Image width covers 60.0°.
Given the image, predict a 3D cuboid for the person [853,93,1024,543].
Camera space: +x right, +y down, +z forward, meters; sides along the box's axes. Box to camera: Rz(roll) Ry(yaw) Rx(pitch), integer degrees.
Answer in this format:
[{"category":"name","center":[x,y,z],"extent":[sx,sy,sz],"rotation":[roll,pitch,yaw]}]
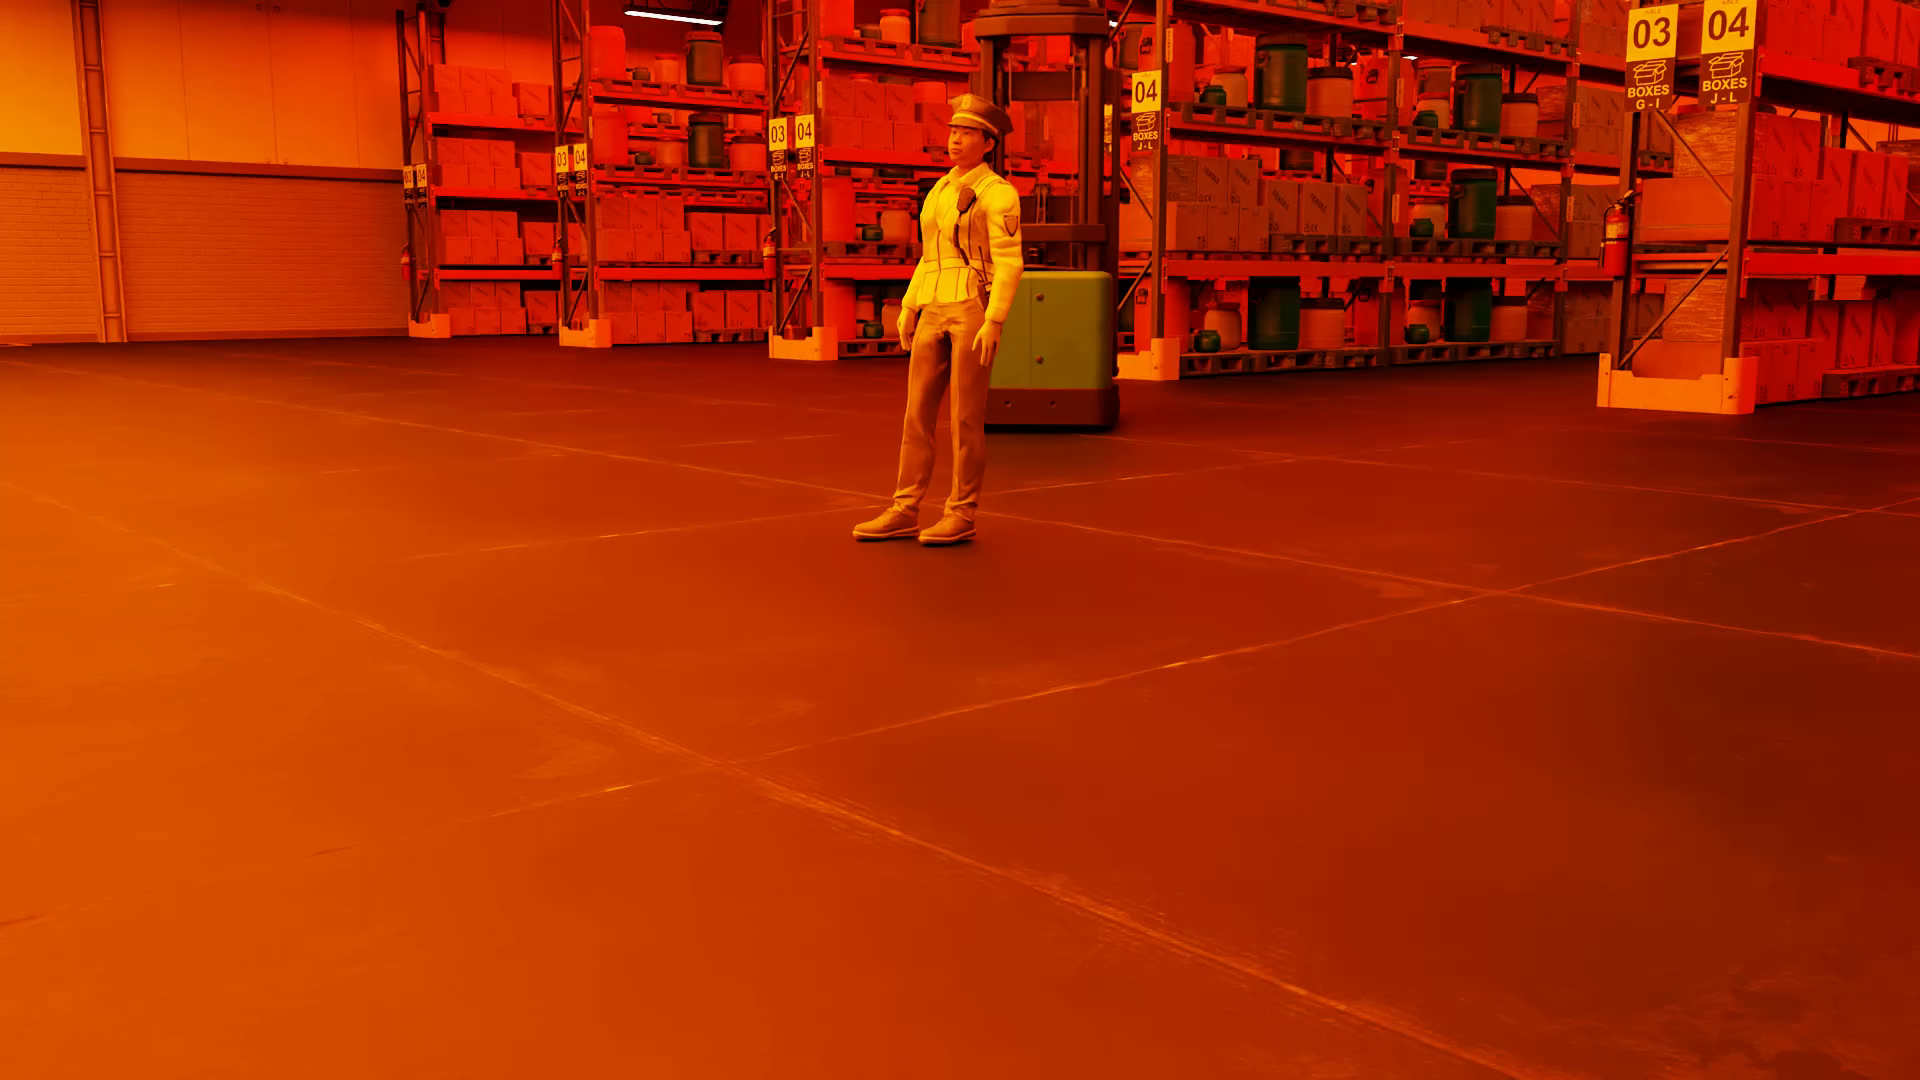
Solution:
[{"category":"person","center":[-0.057,-0.838,6.369],"extent":[0.530,1.694,0.586],"rotation":[-8,12,-40]}]

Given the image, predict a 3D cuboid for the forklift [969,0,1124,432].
[{"category":"forklift","center":[0.637,-2.369,12.264],"extent":[1.130,2.935,3.031],"rotation":[1,9,6]}]
